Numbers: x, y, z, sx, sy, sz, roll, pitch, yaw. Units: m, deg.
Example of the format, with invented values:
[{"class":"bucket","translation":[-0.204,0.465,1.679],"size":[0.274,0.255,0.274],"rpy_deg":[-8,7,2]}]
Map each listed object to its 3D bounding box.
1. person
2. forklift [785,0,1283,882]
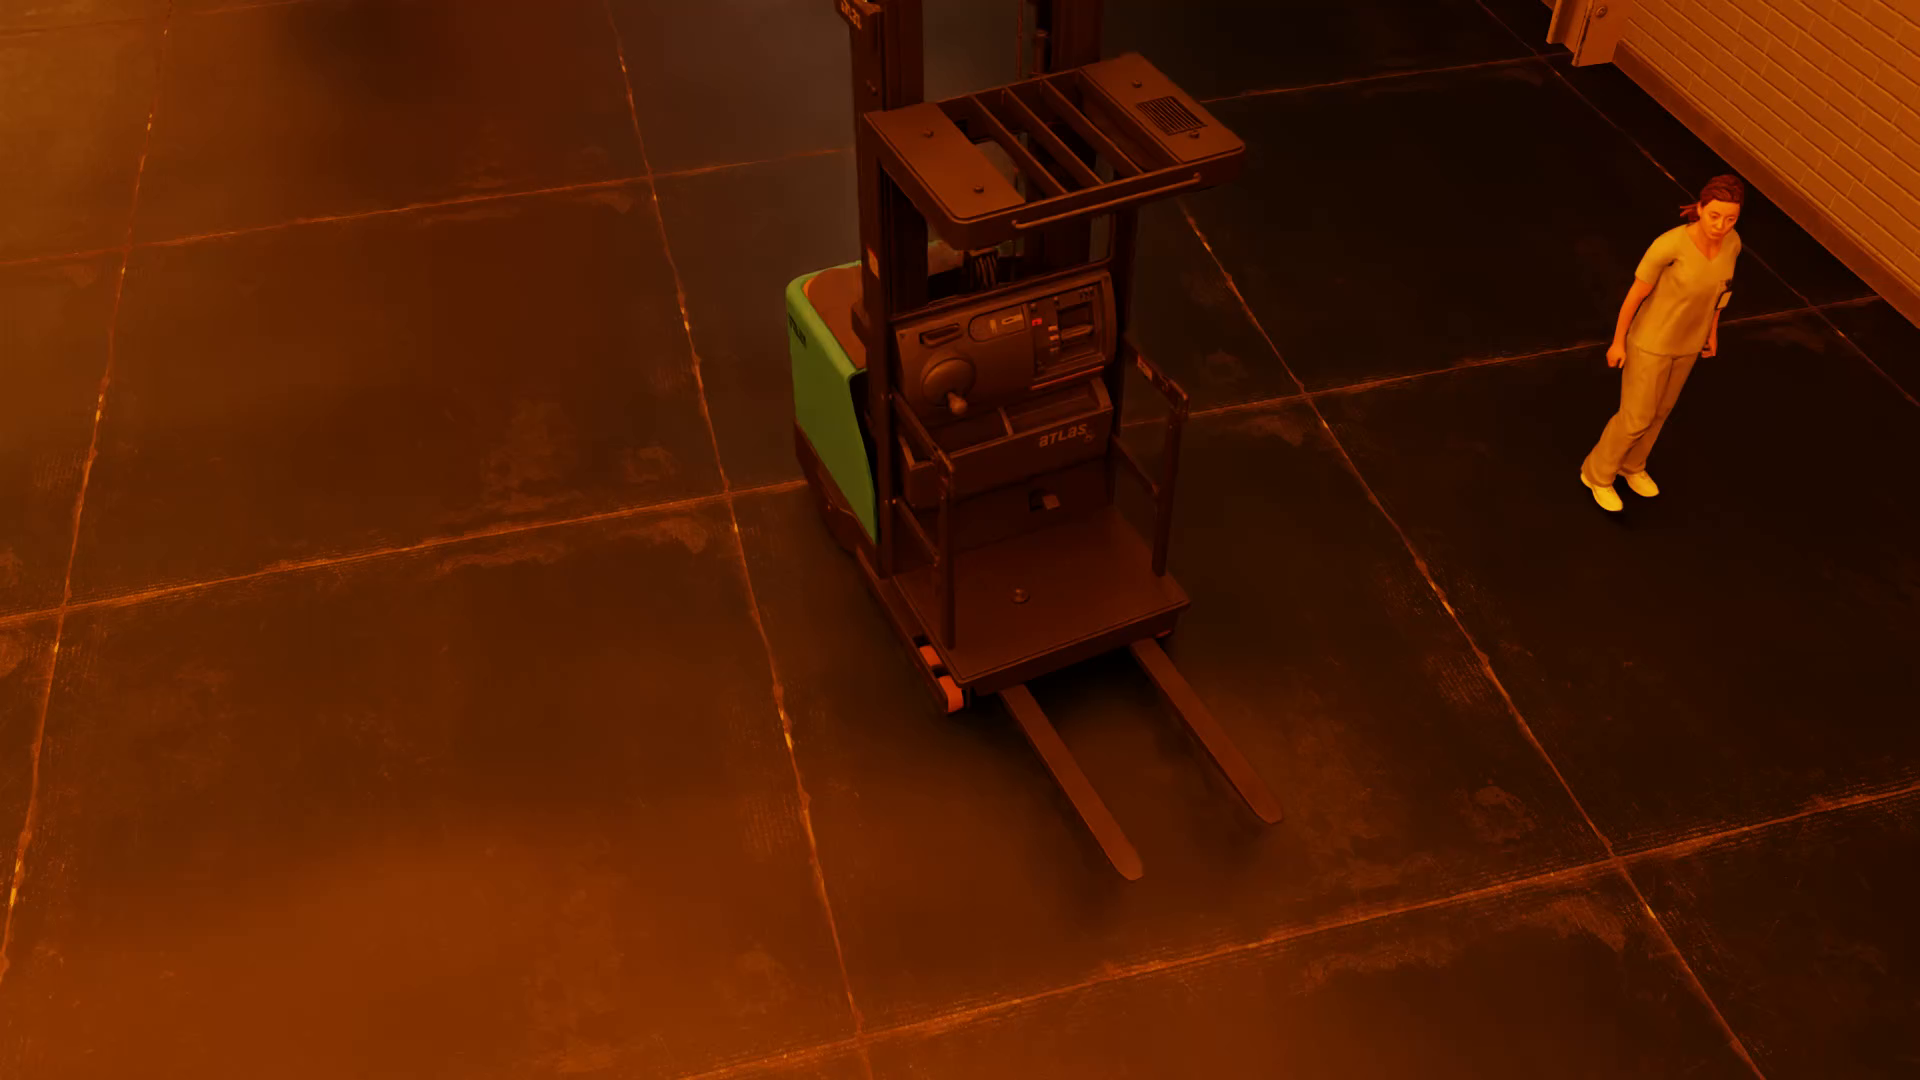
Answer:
[{"class":"person","translation":[3.172,-0.865,7.457],"size":[0.543,1.680,0.407],"rpy_deg":[-11,45,-12]},{"class":"forklift","translation":[0.284,-0.683,6.368],"size":[1.130,2.935,3.031],"rpy_deg":[-18,46,-18]}]
